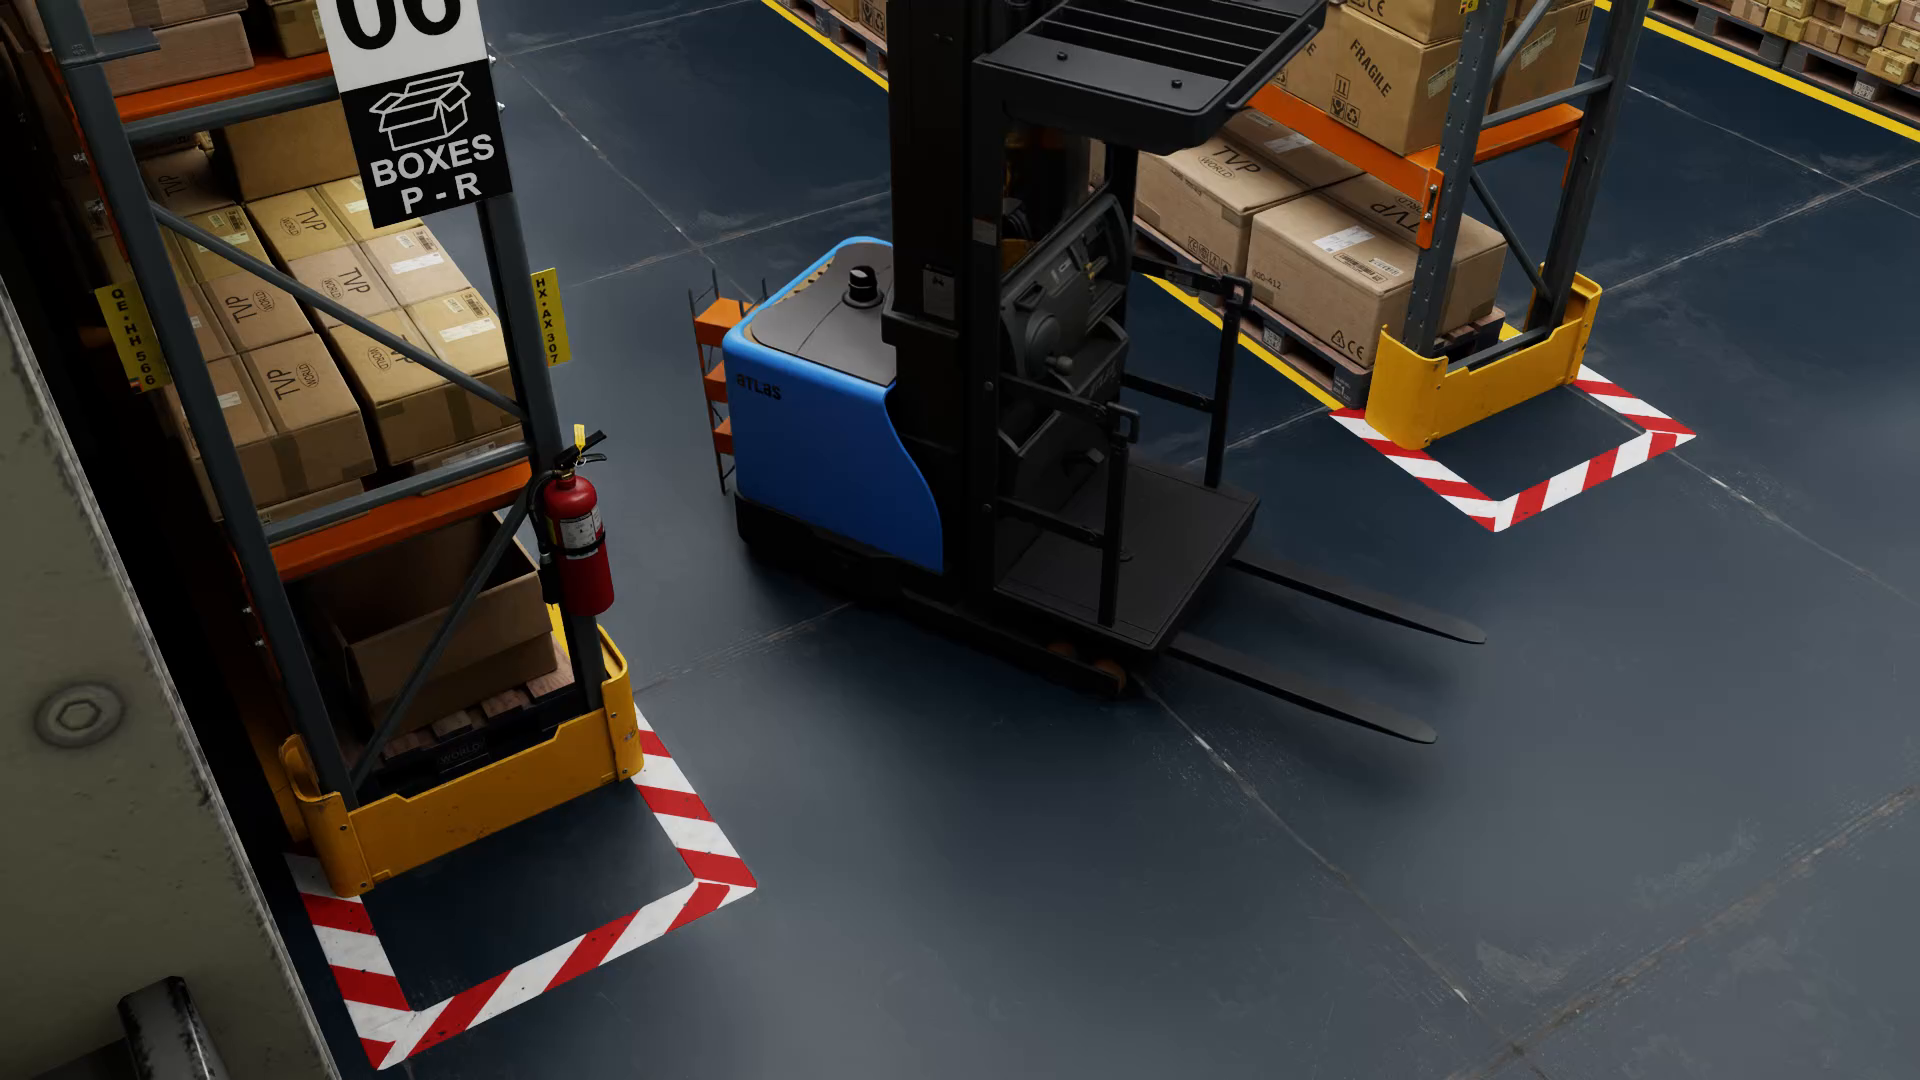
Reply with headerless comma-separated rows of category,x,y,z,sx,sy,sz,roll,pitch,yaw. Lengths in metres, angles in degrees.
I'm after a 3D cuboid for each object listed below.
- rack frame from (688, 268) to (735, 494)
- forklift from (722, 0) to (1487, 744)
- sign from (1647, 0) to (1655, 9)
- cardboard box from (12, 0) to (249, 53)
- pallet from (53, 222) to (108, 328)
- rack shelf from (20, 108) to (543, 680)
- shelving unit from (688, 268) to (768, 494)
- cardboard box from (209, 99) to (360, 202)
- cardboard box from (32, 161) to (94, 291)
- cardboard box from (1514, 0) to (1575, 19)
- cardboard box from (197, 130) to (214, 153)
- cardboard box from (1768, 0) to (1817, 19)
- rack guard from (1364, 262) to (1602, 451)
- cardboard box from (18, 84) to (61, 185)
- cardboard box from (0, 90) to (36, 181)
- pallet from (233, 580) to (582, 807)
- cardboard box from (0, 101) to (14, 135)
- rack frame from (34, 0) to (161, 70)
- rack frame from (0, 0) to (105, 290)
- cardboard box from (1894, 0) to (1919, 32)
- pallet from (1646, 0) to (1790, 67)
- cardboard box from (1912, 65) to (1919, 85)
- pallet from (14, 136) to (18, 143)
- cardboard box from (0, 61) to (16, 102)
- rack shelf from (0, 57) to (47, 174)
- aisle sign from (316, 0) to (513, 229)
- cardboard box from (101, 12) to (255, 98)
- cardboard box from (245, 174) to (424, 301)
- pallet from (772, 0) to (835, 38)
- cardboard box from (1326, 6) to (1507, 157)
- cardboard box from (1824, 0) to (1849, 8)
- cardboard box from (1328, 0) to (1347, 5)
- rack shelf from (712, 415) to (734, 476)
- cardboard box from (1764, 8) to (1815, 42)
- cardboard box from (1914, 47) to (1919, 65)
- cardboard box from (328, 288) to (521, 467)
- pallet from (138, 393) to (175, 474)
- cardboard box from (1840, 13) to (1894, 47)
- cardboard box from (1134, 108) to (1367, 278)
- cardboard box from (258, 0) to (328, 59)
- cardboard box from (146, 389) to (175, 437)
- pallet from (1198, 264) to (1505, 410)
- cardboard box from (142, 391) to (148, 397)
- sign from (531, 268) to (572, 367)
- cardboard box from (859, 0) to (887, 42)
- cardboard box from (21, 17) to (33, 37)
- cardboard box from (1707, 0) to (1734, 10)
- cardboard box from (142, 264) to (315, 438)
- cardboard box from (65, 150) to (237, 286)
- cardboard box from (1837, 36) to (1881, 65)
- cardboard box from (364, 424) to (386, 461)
rack frame,-1.051,-0.674,7.240,0.008,1.050,0.200,14,42,21
forklift,0.575,-0.891,6.030,3.031,2.935,1.130,21,44,23
sign,2.949,-2.410,7.061,0.100,0.325,0.005,-22,45,-24
cardboard box,-2.173,-1.504,4.254,0.500,0.250,0.500,-23,45,-25
pallet,-4.325,-1.662,9.080,1.003,0.211,1.213,-22,45,-24
rack shelf,-2.780,-0.952,6.611,1.077,0.370,4.000,-22,45,-24
shelving unit,-0.940,-0.646,7.196,0.252,1.050,0.215,14,42,21
cardboard box,-2.529,-1.641,6.175,0.500,0.500,0.500,-21,44,-23
cardboard box,-4.369,-1.672,8.538,0.500,0.500,0.500,-22,45,-25
cardboard box,2.460,-2.639,7.215,0.500,0.500,0.500,-23,45,-25
cardboard box,-2.837,-1.635,6.753,0.500,0.250,0.500,-23,45,-25
cardboard box,5.503,-3.540,10.821,0.380,0.149,0.250,-22,44,-24
rack guard,2.491,-0.886,7.923,1.175,0.500,0.348,-22,45,-24
cardboard box,-3.541,-1.736,6.875,0.500,0.250,0.500,-23,45,-25
cardboard box,-4.912,-2.229,9.207,0.500,0.500,0.500,-24,46,-26
pallet,-2.175,0.452,6.543,1.003,0.211,1.213,-22,45,-24
cardboard box,-5.485,-2.787,9.876,0.500,0.500,0.500,-20,44,-22
rack frame,-1.705,-2.454,3.165,1.000,3.000,0.127,-22,45,-24
rack frame,-3.856,-2.308,7.676,1.000,3.000,0.127,-22,45,-24
cardboard box,6.012,-3.266,10.261,0.380,0.149,0.250,-21,44,-24
pallet,5.498,-3.696,11.521,1.003,0.211,1.213,-22,45,-24
cardboard box,6.139,-2.896,10.281,0.380,0.149,0.250,-21,44,-24
pallet,-5.637,-2.979,10.661,1.003,0.211,1.213,-22,45,-24
cardboard box,-5.029,-2.541,9.075,0.380,0.149,0.250,-22,44,-24
rack shelf,-4.931,-3.111,9.202,1.077,0.370,4.000,-22,45,-24
aisle sign,-1.421,-1.212,4.330,0.394,0.787,0.004,-22,45,-24
cardboard box,-2.072,-1.298,4.317,0.380,0.149,0.250,-21,44,-23
cardboard box,-2.268,-1.088,6.097,0.500,0.250,0.500,-23,45,-25
pallet,-0.811,-3.997,11.882,1.003,0.211,1.213,-22,45,-24
cardboard box,1.996,-2.067,7.309,0.500,0.500,0.500,-22,45,-24
cardboard box,5.680,-3.524,10.570,0.380,0.149,0.250,-24,45,-26
cardboard box,1.712,-2.732,7.326,0.500,0.500,0.500,-22,45,-24
rack shelf,-0.927,-0.421,7.376,0.240,0.259,0.215,14,42,21
cardboard box,5.512,-3.417,10.907,0.380,0.149,0.250,-24,46,-26
cardboard box,6.073,-2.985,10.155,0.380,0.149,0.250,-23,45,-25
cardboard box,-1.722,-0.543,5.443,0.500,0.250,0.500,-22,45,-24
pallet,-3.487,-0.865,8.124,1.003,0.211,1.213,-22,45,-24
cardboard box,5.792,-3.265,10.491,0.380,0.149,0.250,-24,45,-26
cardboard box,1.540,-1.849,8.800,0.875,0.438,0.875,-21,44,-23
cardboard box,-1.680,-1.457,4.508,0.380,0.149,0.250,-21,44,-24
cardboard box,-2.594,-0.533,5.742,0.380,0.149,0.250,-22,45,-24
pallet,1.982,-1.193,8.517,1.003,0.211,1.213,-22,45,-24
cardboard box,-3.700,-0.998,7.877,0.500,0.311,0.500,-21,44,-23
sign,-1.247,-0.668,5.033,0.100,0.325,0.005,-22,45,-24
cardboard box,-0.073,-3.671,10.643,0.875,0.875,0.875,-21,44,-23
cardboard box,-2.423,-1.548,4.618,0.380,0.149,0.250,-21,44,-23
cardboard box,5.309,-3.734,11.287,0.380,0.149,0.250,-21,44,-23
cardboard box,-2.452,-0.641,5.561,0.500,0.250,0.500,-22,45,-24
cardboard box,-2.995,-1.192,6.222,0.500,0.250,0.500,-22,45,-24
cardboard box,5.845,-3.172,10.613,0.380,0.149,0.250,-22,45,-25
cardboard box,-1.826,-0.446,5.638,0.380,0.149,0.250,-21,44,-23
